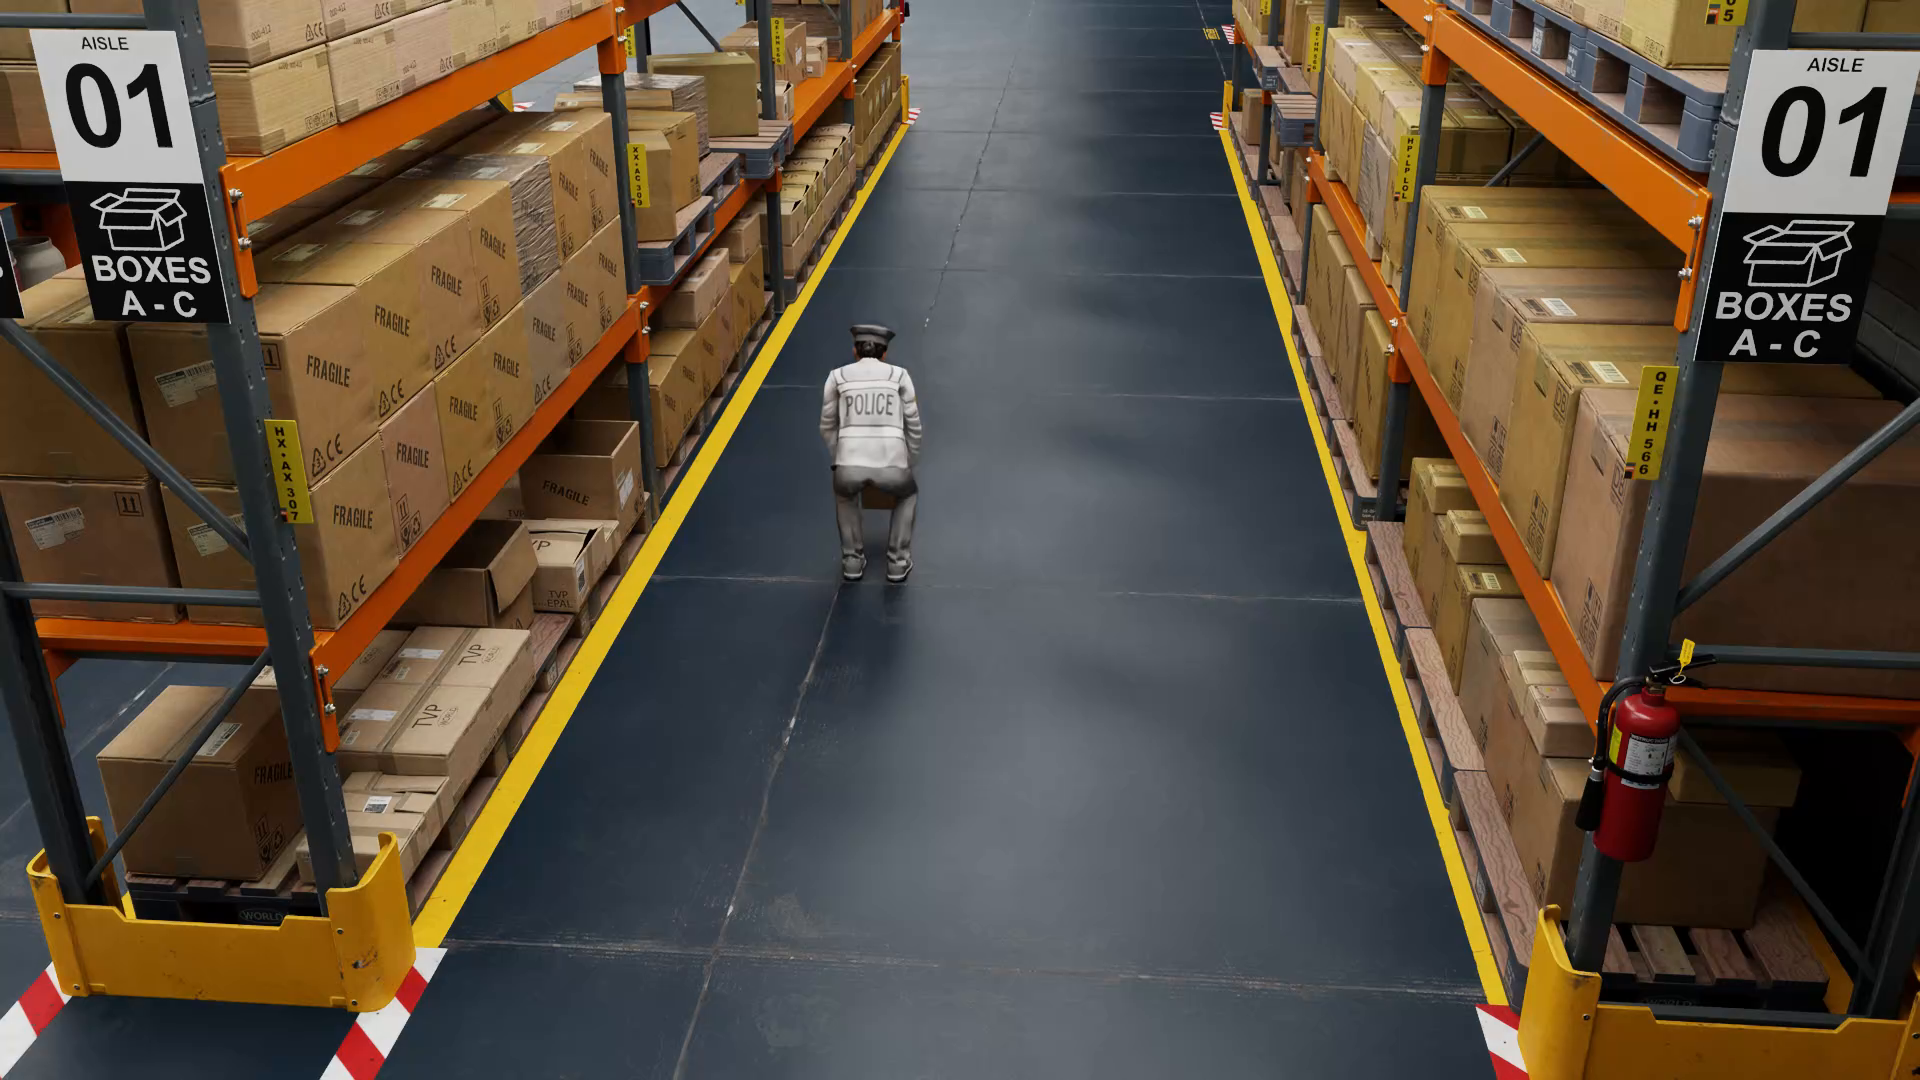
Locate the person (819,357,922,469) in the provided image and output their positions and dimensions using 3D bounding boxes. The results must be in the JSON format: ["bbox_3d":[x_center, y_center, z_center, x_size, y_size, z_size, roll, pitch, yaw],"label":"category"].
[{"bbox_3d":[-0.475,-0.571,8.400,0.532,0.612,0.595,2,25,4],"label":"person"}]
